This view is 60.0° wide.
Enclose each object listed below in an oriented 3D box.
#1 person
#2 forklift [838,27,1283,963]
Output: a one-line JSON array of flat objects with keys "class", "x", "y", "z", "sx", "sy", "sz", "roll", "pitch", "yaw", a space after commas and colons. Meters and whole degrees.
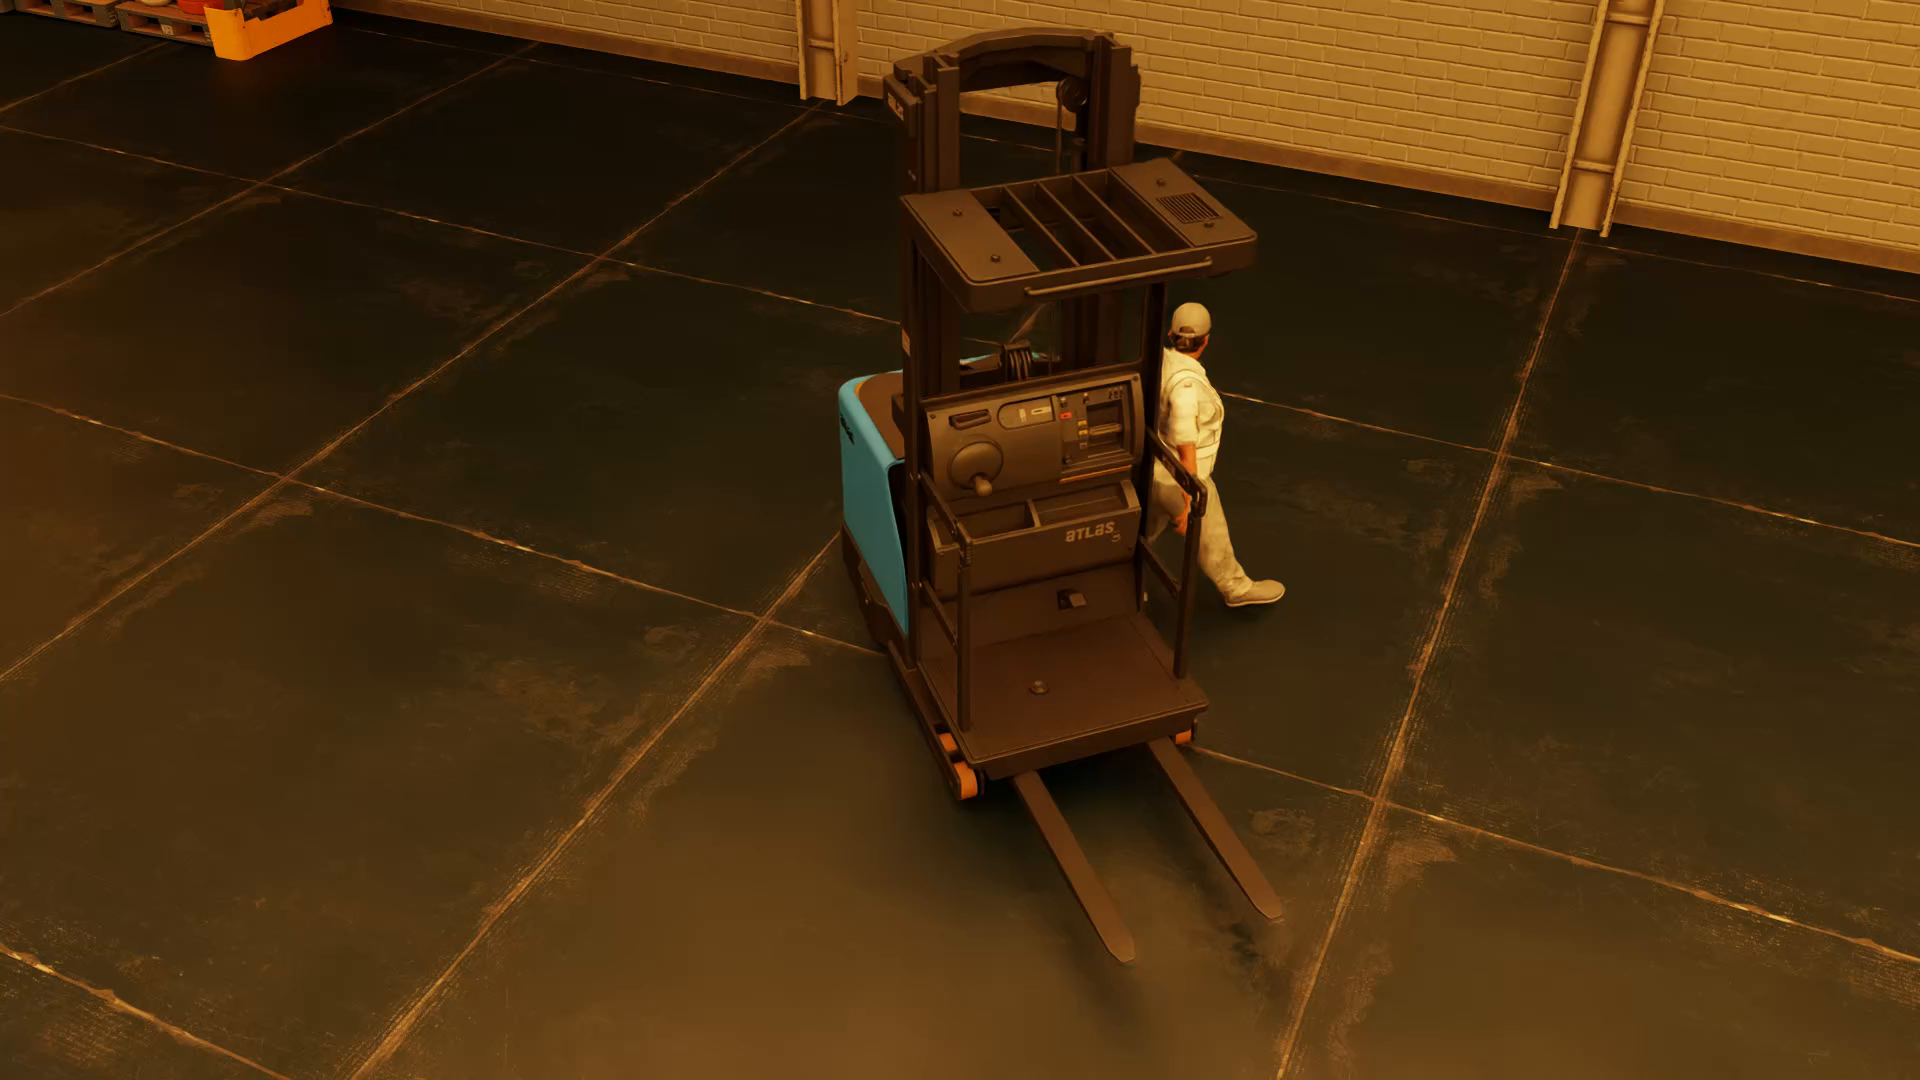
[{"class": "person", "x": 1.105, "y": -0.335, "z": 7.708, "sx": 0.877, "sy": 1.624, "sz": 0.662, "roll": -10, "pitch": 37, "yaw": -14}, {"class": "forklift", "x": 0.389, "y": -0.363, "z": 6.595, "sx": 1.130, "sy": 2.935, "sz": 3.031, "roll": -12, "pitch": 37, "yaw": -16}]
